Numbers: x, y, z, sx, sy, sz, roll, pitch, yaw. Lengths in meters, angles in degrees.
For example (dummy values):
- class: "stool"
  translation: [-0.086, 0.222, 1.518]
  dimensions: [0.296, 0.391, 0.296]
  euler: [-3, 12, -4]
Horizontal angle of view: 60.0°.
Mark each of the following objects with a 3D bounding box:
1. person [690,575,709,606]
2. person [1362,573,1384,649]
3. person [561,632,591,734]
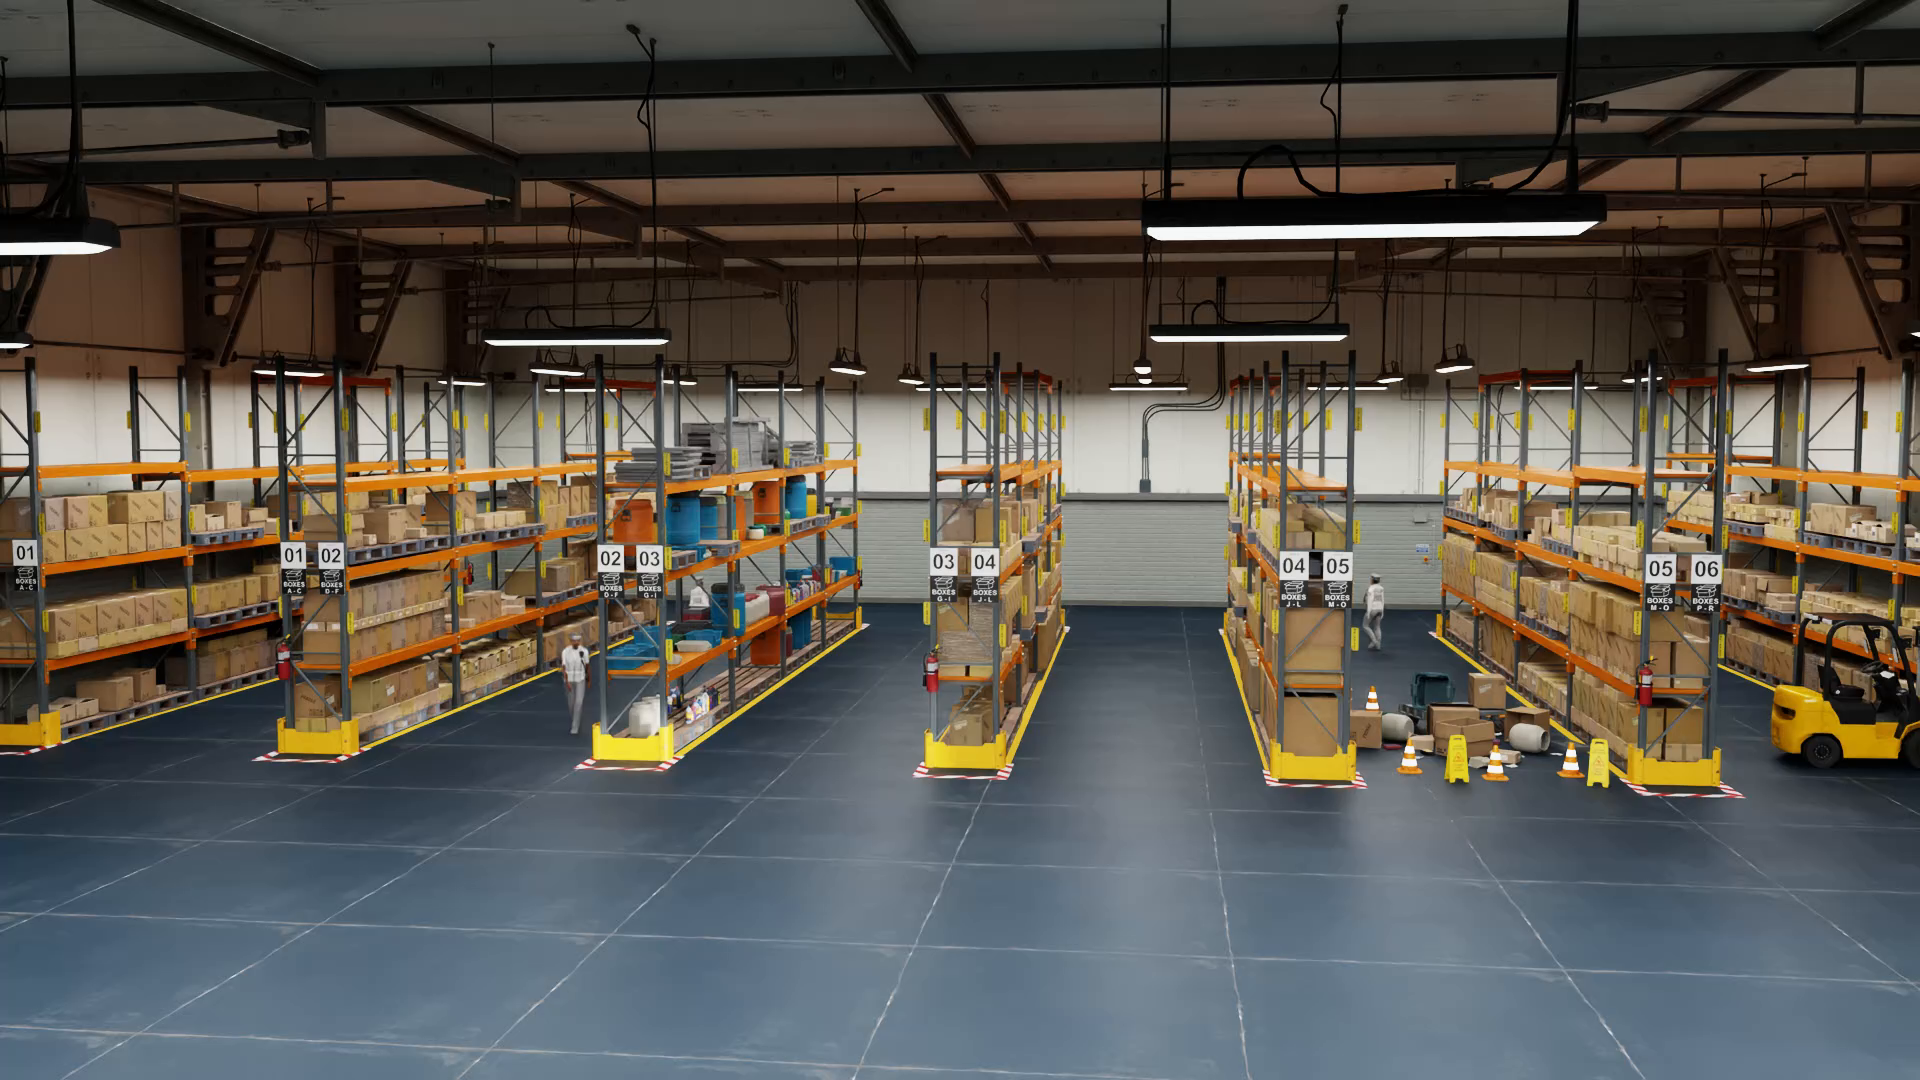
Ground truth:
- class: "person"
  translation: [-5.670, 1.619, 36.089]
  dimensions: [0.515, 1.676, 0.480]
  euler: [3, 5, 36]
- class: "person"
  translation: [9.149, 1.573, 36.618]
  dimensions: [0.523, 1.682, 0.429]
  euler: [-3, 5, -34]
- class: "person"
  translation: [-6.210, 2.279, 26.854]
  dimensions: [0.453, 1.617, 0.981]
  euler: [0, 4, -6]
